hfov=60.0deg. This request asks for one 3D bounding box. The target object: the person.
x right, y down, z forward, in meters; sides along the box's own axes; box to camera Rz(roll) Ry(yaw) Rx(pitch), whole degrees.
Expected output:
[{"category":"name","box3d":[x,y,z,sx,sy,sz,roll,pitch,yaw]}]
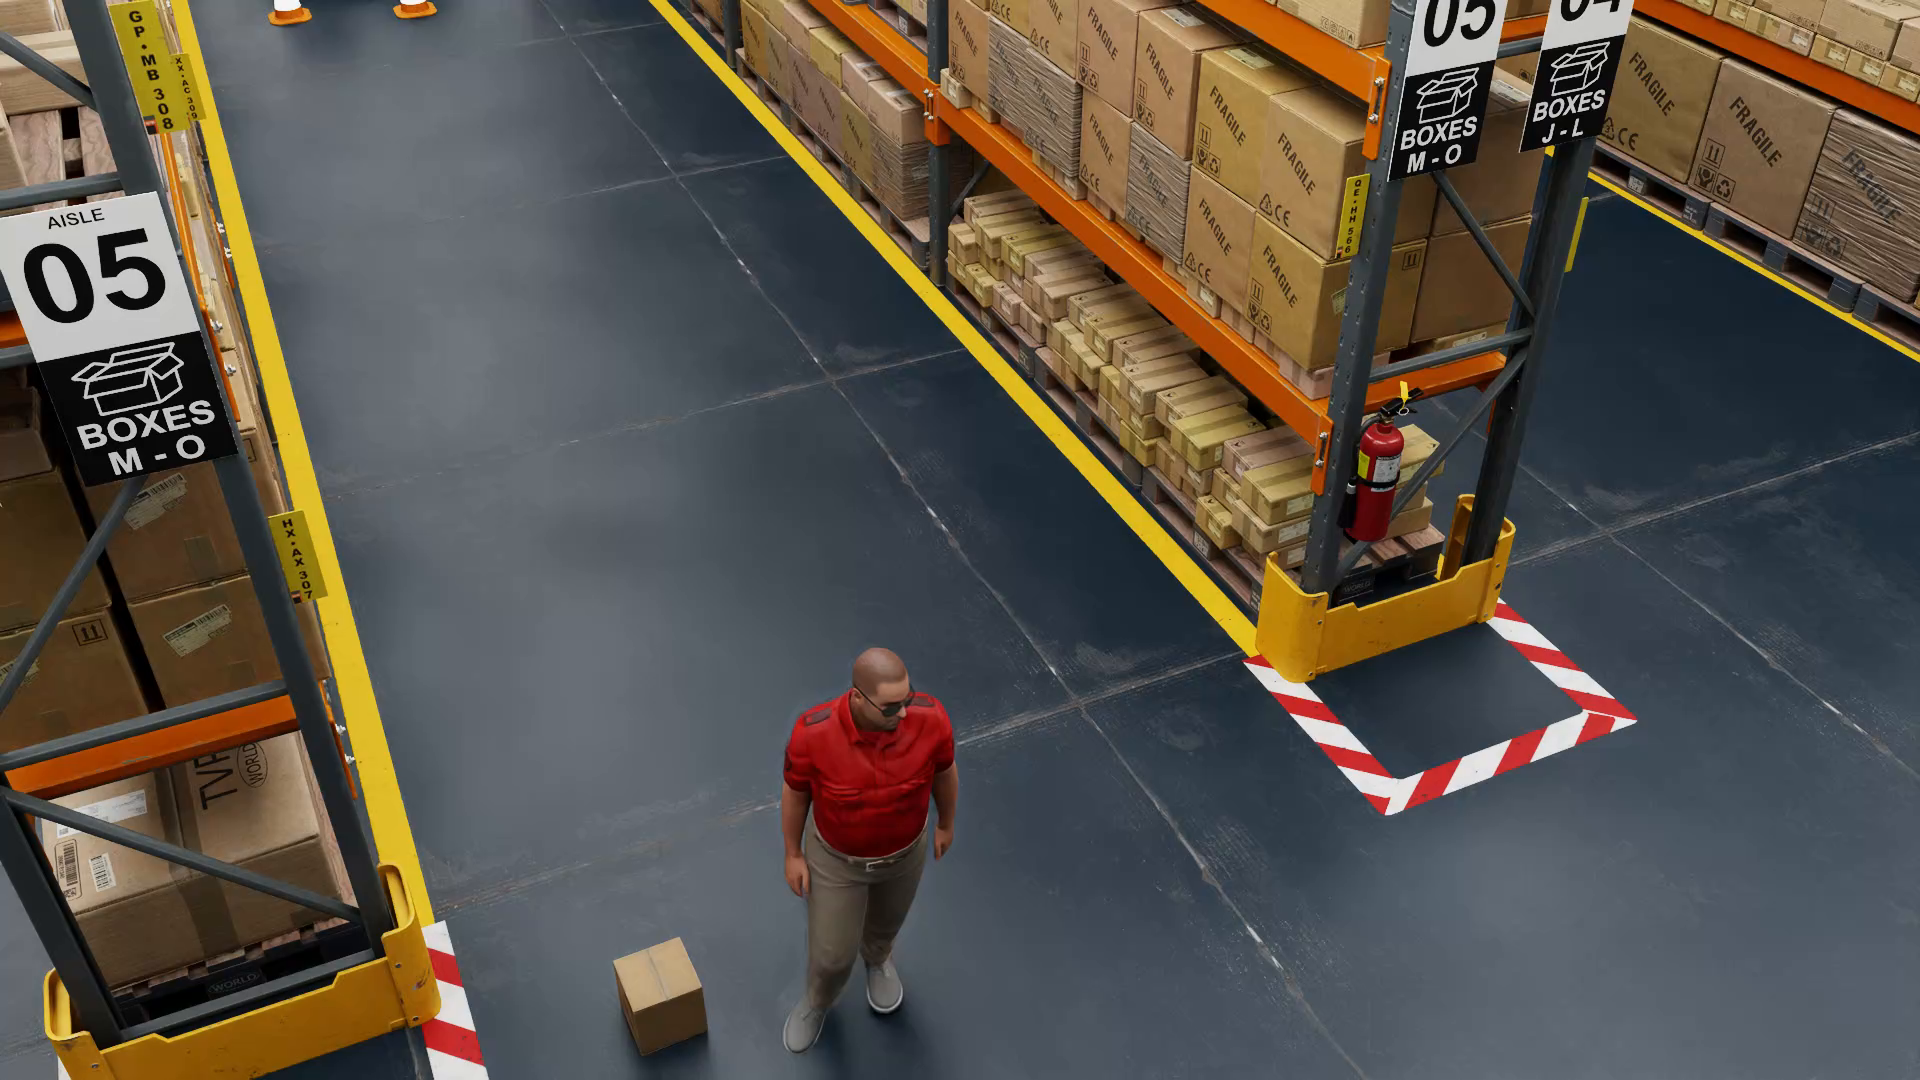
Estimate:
[{"category":"person","box3d":[-0.334,1.010,5.547,0.666,1.762,0.473,-11,38,-14]}]
